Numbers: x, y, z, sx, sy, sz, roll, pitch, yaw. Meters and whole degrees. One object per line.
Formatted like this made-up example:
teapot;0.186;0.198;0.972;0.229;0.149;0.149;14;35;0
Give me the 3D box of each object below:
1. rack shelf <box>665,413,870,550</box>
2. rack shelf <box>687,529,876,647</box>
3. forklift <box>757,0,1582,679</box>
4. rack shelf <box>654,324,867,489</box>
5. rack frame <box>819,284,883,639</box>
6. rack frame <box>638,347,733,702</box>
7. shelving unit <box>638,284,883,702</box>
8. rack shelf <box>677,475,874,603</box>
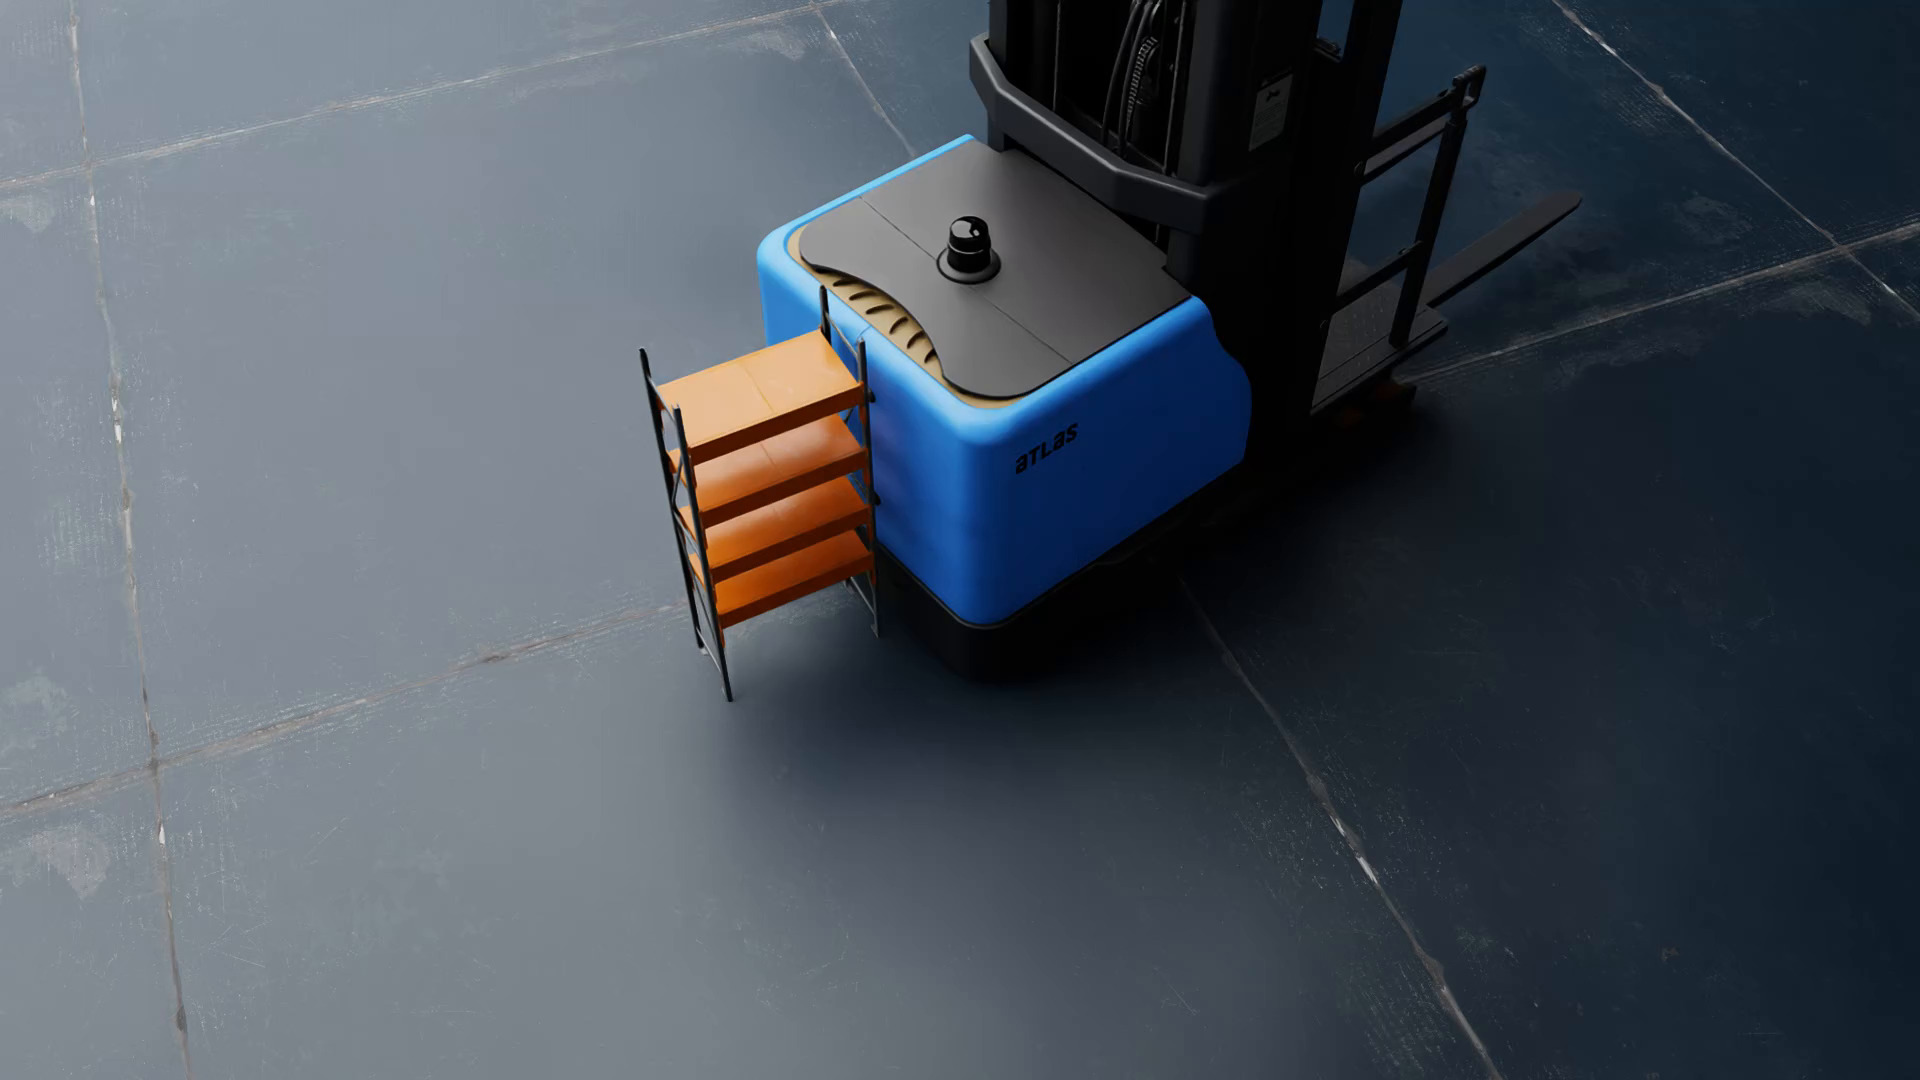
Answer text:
rack shelf;-0.511;-0.191;4.417;0.480;0.148;0.258;-22;53;-18
rack shelf;-0.511;0.085;4.737;0.480;0.148;0.258;-22;53;-18
forklift;0.881;-1.512;4.617;3.031;2.935;1.130;-32;57;-25
rack shelf;-0.511;-0.345;4.237;0.480;0.148;0.258;-22;53;-18
rack frame;-0.296;-0.177;4.611;0.015;1.200;0.240;-22;53;-18
rack frame;-0.726;-0.001;4.460;0.015;1.200;0.240;-22;53;-18
shelving unit;-0.511;-0.089;4.535;0.503;1.200;0.258;-22;53;-18
rack shelf;-0.511;-0.045;4.586;0.480;0.148;0.258;-22;53;-18
